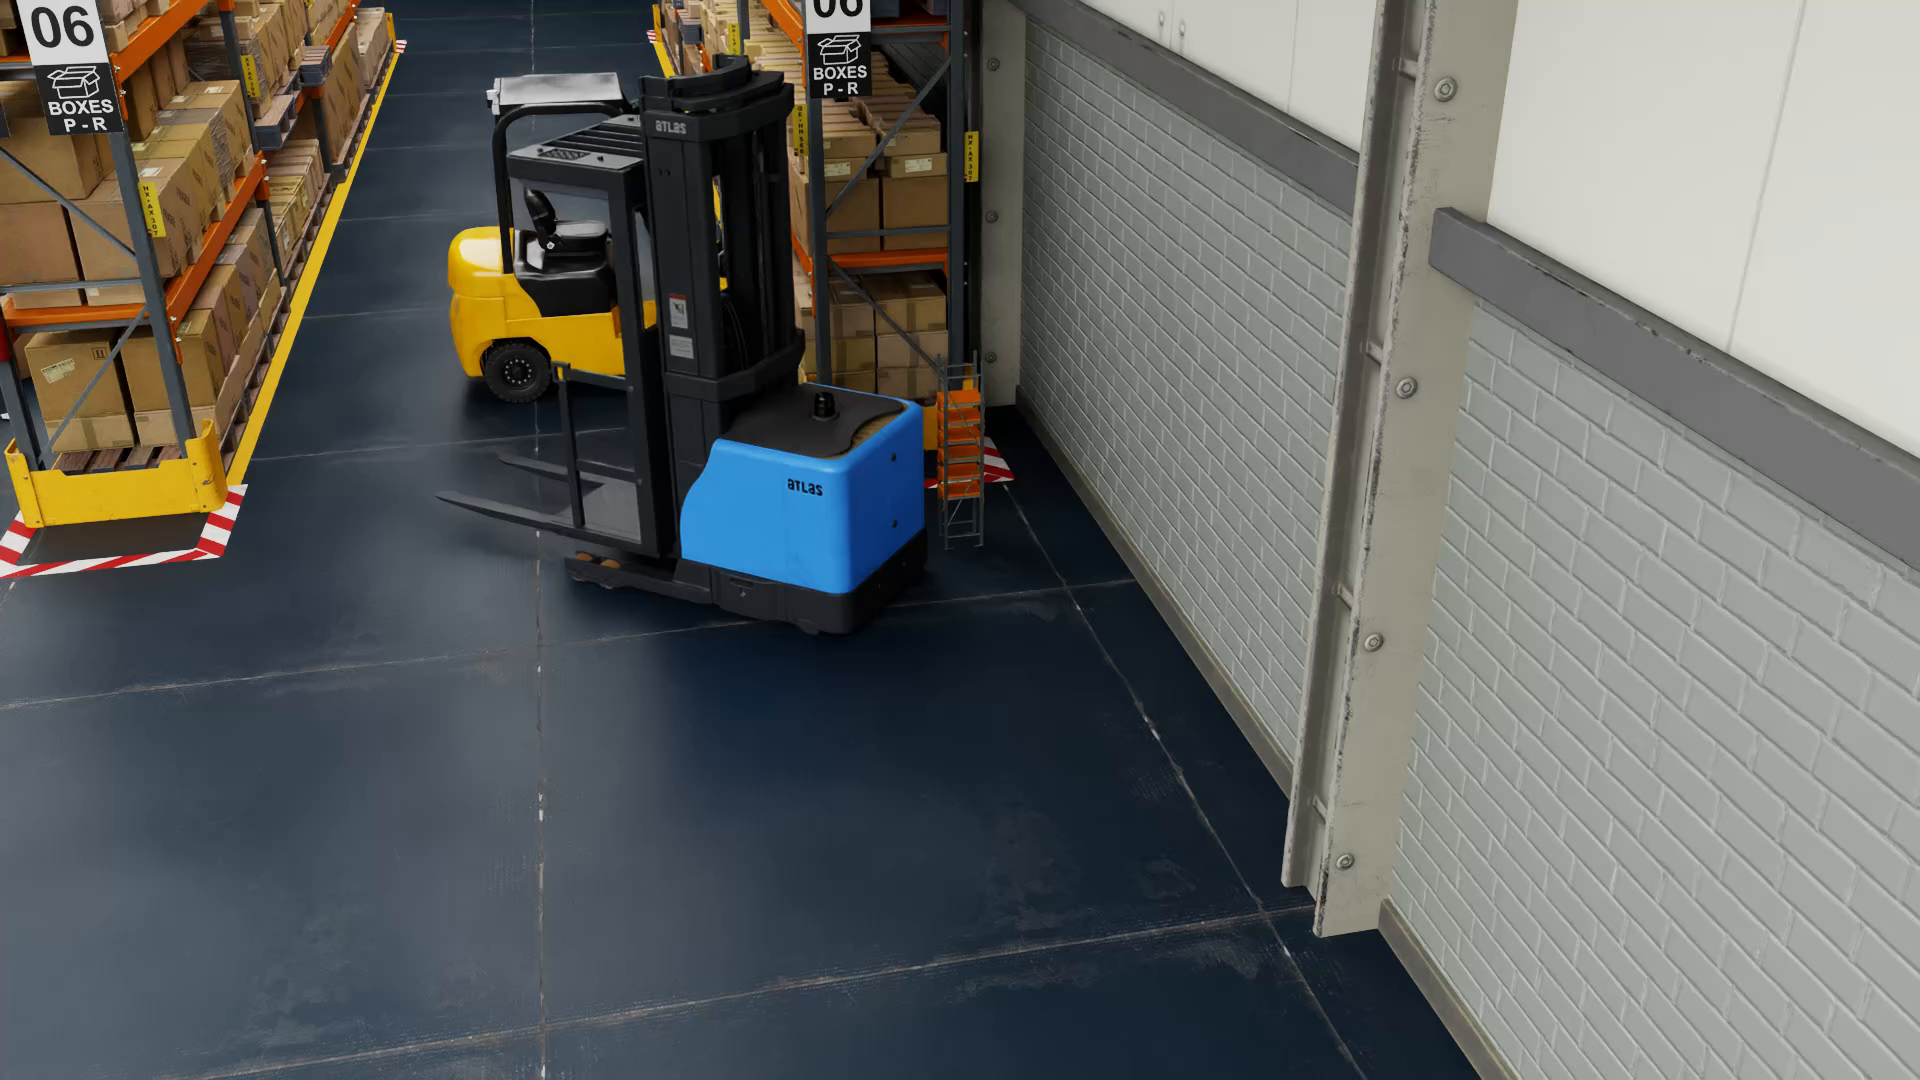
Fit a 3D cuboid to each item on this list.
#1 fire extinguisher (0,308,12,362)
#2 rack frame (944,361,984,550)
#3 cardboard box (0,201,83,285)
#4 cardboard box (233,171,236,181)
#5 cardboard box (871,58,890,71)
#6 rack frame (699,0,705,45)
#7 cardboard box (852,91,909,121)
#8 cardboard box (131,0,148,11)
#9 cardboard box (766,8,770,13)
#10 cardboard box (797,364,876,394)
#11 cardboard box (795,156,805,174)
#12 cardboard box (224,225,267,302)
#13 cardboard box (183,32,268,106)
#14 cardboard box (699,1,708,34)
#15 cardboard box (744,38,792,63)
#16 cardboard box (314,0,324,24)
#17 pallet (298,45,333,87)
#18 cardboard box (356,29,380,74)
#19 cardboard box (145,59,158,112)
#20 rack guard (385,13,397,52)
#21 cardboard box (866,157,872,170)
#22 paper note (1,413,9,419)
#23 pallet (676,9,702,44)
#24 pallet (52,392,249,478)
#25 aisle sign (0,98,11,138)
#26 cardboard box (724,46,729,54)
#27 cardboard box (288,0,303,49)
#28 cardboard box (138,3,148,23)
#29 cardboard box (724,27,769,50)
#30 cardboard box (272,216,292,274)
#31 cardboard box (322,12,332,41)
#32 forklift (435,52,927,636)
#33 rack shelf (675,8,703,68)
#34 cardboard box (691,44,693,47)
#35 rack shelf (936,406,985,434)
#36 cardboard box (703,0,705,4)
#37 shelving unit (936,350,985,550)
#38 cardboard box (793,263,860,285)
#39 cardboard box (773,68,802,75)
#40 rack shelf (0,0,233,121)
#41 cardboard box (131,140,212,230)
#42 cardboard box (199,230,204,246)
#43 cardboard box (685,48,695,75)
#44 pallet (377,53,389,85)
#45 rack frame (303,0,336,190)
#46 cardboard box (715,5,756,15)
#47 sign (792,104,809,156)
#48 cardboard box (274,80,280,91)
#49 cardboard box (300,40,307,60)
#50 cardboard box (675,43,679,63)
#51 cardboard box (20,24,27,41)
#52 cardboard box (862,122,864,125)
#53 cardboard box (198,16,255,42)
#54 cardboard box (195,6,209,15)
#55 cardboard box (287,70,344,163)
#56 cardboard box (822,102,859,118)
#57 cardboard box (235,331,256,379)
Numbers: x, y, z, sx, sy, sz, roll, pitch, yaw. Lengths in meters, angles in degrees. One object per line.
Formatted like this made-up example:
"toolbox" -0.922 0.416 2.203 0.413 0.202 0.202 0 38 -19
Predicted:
"fire extinguisher" -5.731 -1.378 9.737 0.296 0.674 0.183 -6 27 -12
"rack frame" 0.024 -0.489 9.887 0.240 1.200 0.006 -6 27 -12
"cardboard box" -5.699 -1.897 10.239 0.500 0.500 0.500 -6 27 -13
"cardboard box" -5.794 -2.812 12.771 0.380 0.149 0.250 -6 27 -11
"cardboard box" -0.763 -3.680 13.051 0.380 0.149 0.250 -6 27 -12
"rack frame" -2.276 -5.527 17.872 1.000 3.000 0.127 -6 27 -12
"cardboard box" -0.565 -3.107 11.917 0.380 0.149 0.250 -5 27 -10
"cardboard box" -5.266 -3.384 10.134 0.500 0.250 0.500 -6 27 -12
"cardboard box" -1.732 -5.292 16.576 0.380 0.149 0.250 -6 27 -12
"cardboard box" -0.886 -1.149 11.784 0.500 0.250 0.500 -6 27 -11
"cardboard box" -0.910 -2.582 11.206 0.380 0.149 0.250 -6 27 -11
"cardboard box" -5.698 -2.105 12.844 0.500 0.500 0.500 -5 27 -11
"cardboard box" -6.035 -3.865 13.672 0.500 0.500 0.500 -5 27 -10
"cardboard box" -2.438 -5.461 17.353 0.500 0.250 0.500 -6 27 -12
"cardboard box" -1.591 -4.068 13.820 0.380 0.149 0.250 -5 27 -11
"cardboard box" -7.100 -5.652 17.731 0.500 0.250 0.500 -5 27 -10
"pallet" -6.846 -4.634 16.315 1.213 0.211 1.003 -6 27 -12
"cardboard box" -8.251 -6.501 22.178 0.875 0.438 0.875 -7 28 -13
"cardboard box" -6.141 -3.225 11.759 0.700 0.500 0.500 -7 28 -13
"rack guard" -8.919 -7.428 24.412 1.175 0.500 0.348 -6 27 -12
"cardboard box" -0.453 -2.532 11.826 0.500 0.500 0.500 -5 27 -10
"paper note" -6.844 -0.908 12.014 0.142 0.019 0.148 -16 31 -29
"pallet" -2.497 -5.732 18.490 1.213 0.211 1.003 -6 27 -12
"pallet" -5.474 -0.658 11.320 1.003 0.211 1.213 -6 27 -12
"aisle sign" -5.576 -2.613 9.214 0.394 0.787 0.004 -6 27 -12
"cardboard box" -1.857 -4.342 15.135 0.500 0.250 0.500 -7 28 -13
"cardboard box" -6.610 -4.989 15.899 0.500 0.500 0.500 -6 27 -12
"cardboard box" -5.382 -3.363 10.535 0.380 0.149 0.250 -7 28 -13
"cardboard box" -1.936 -4.559 15.123 0.380 0.149 0.250 -7 28 -13
"cardboard box" -6.330 -2.510 14.344 0.950 0.372 0.625 -6 27 -11
"cardboard box" -7.221 -5.650 18.280 0.500 0.250 0.500 -5 27 -10
"forklift" -1.750 -1.224 9.423 3.031 2.935 1.130 12 29 23
"rack shelf" -2.726 -6.084 19.773 1.077 0.370 4.000 -6 27 -12
"cardboard box" -3.218 -6.346 21.082 0.380 0.149 0.250 -7 28 -13
"rack shelf" 0.003 -0.704 9.879 0.258 0.103 0.180 -6 27 -12
"cardboard box" -2.491 -5.692 17.367 0.380 0.149 0.250 -5 27 -10
"shelving unit" 0.003 -0.529 9.967 0.258 1.200 0.189 -6 27 -12
"cardboard box" -1.001 -1.816 11.994 0.500 0.250 0.500 -5 27 -11
"cardboard box" -1.224 -3.511 12.716 0.380 0.149 0.250 -6 27 -12
"rack shelf" -5.758 -3.405 11.138 1.077 0.370 4.000 -6 27 -12
"cardboard box" -5.380 -2.374 11.183 0.500 0.500 0.500 -6 27 -13
"cardboard box" -5.338 -2.028 11.218 0.380 0.149 0.250 -5 27 -10
"cardboard box" -3.158 -5.887 20.892 0.500 0.500 0.500 -6 27 -12
"pallet" -8.386 -6.411 22.718 1.003 0.211 1.213 -6 27 -12
"rack frame" -7.111 -5.022 16.870 1.000 3.000 0.127 -6 27 -12
"cardboard box" -2.190 -5.126 16.246 0.380 0.149 0.250 -5 27 -11
"sign" -1.004 -2.589 10.502 0.100 0.325 0.005 -6 27 -12
"cardboard box" -6.283 -4.069 14.795 0.380 0.149 0.250 -6 27 -11
"cardboard box" -6.576 -4.760 16.165 0.380 0.149 0.250 -6 27 -12
"cardboard box" -3.669 -6.622 22.608 0.396 0.266 0.258 -5 27 -10
"cardboard box" -5.775 -3.091 9.994 0.380 0.149 0.250 -5 27 -10
"cardboard box" -0.517 -3.096 12.225 0.380 0.149 0.250 -5 27 -10
"cardboard box" -5.971 -4.162 13.541 0.380 0.149 0.250 -6 27 -12
"cardboard box" -6.879 -4.485 14.899 0.500 0.500 0.500 -7 28 -14
"cardboard box" -7.185 -4.572 17.872 0.875 0.875 0.875 -6 27 -12
"cardboard box" -0.914 -2.952 11.609 0.380 0.149 0.250 -6 27 -11
"cardboard box" -5.463 -1.315 12.111 0.500 0.250 0.500 -4 27 -8
